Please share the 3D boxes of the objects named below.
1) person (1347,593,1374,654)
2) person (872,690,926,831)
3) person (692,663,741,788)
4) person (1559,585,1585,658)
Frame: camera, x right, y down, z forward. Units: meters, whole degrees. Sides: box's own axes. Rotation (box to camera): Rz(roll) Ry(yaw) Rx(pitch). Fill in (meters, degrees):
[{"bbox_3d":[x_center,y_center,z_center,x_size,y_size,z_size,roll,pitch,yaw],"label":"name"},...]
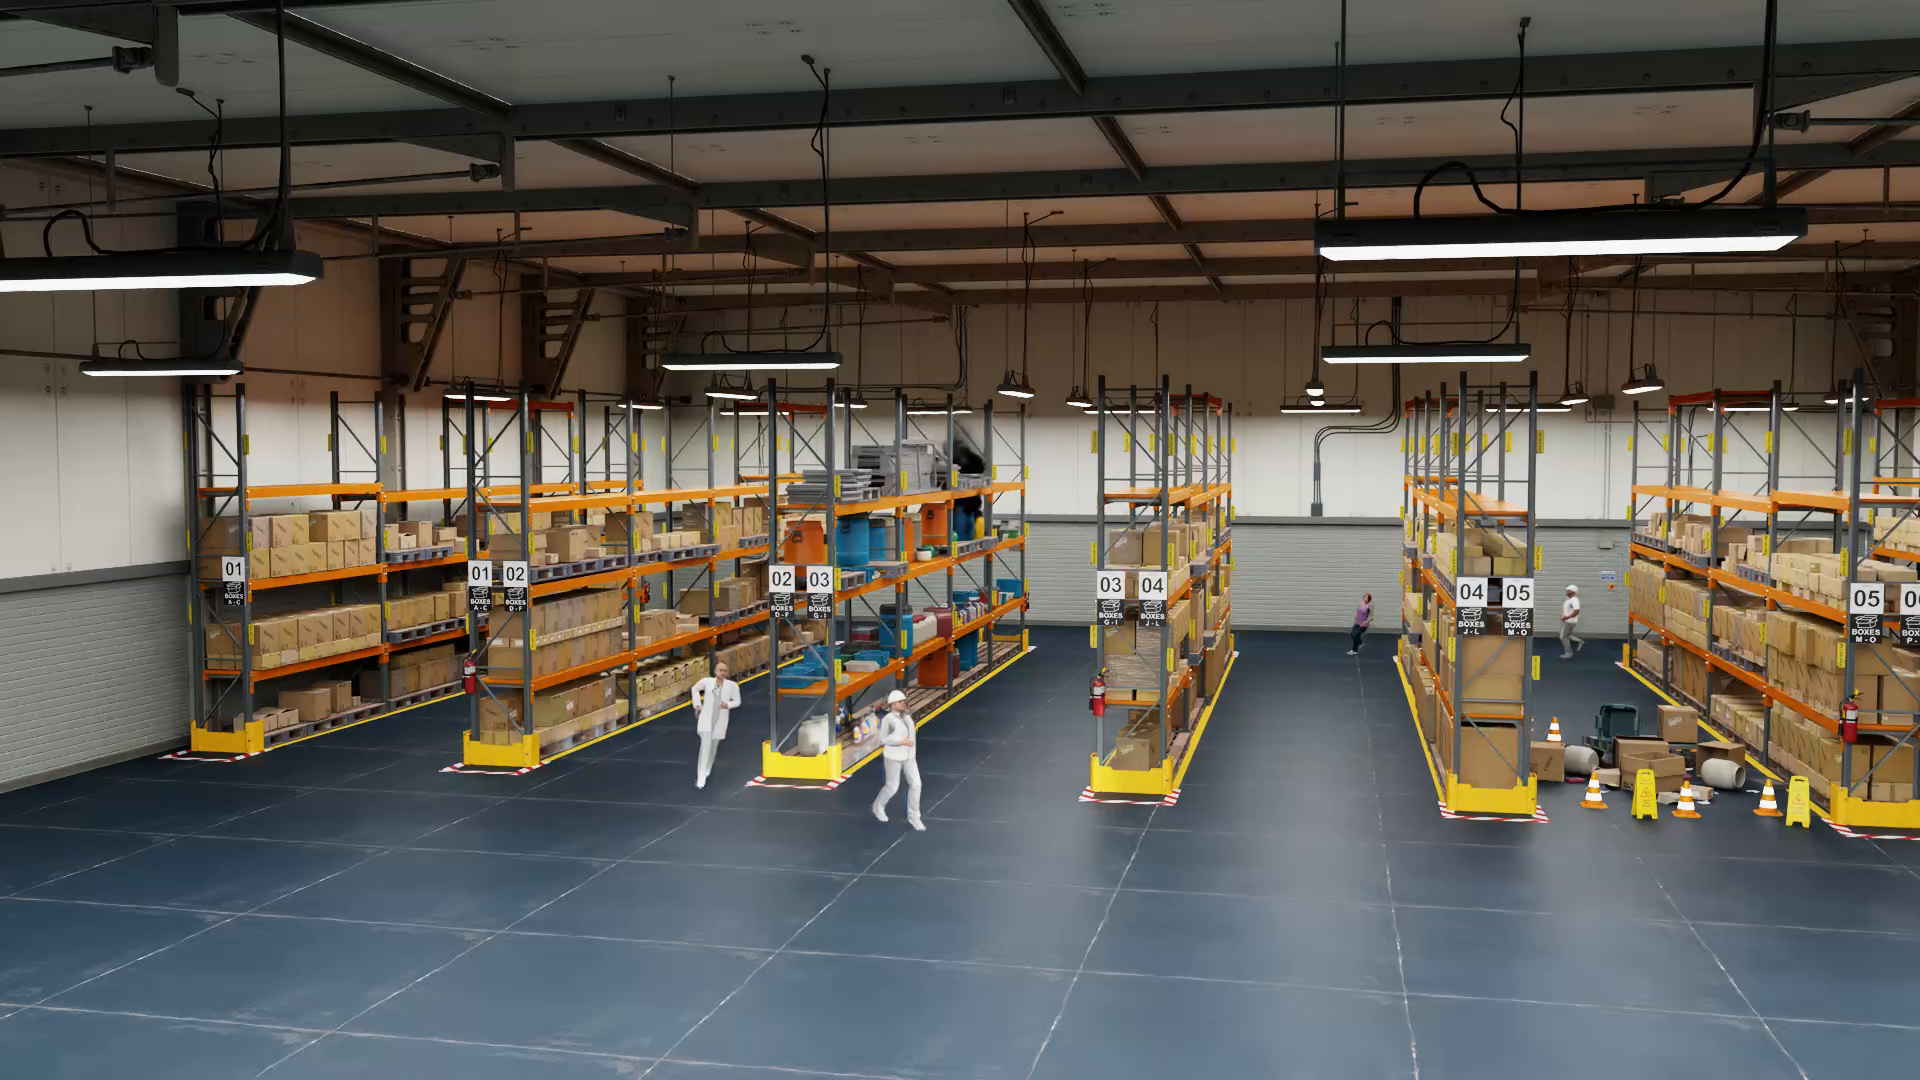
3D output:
[{"bbox_3d":[9.568,1.995,39.527,0.550,1.488,0.711,-2,4,-37],"label":"person"},{"bbox_3d":[-0.810,2.874,21.775,0.663,1.823,0.849,-3,5,-44],"label":"person"},{"bbox_3d":[-3.616,2.716,24.722,0.694,1.798,0.882,-1,3,-15],"label":"person"},{"bbox_3d":[14.380,1.915,39.037,0.593,1.721,0.713,1,3,13],"label":"person"}]
